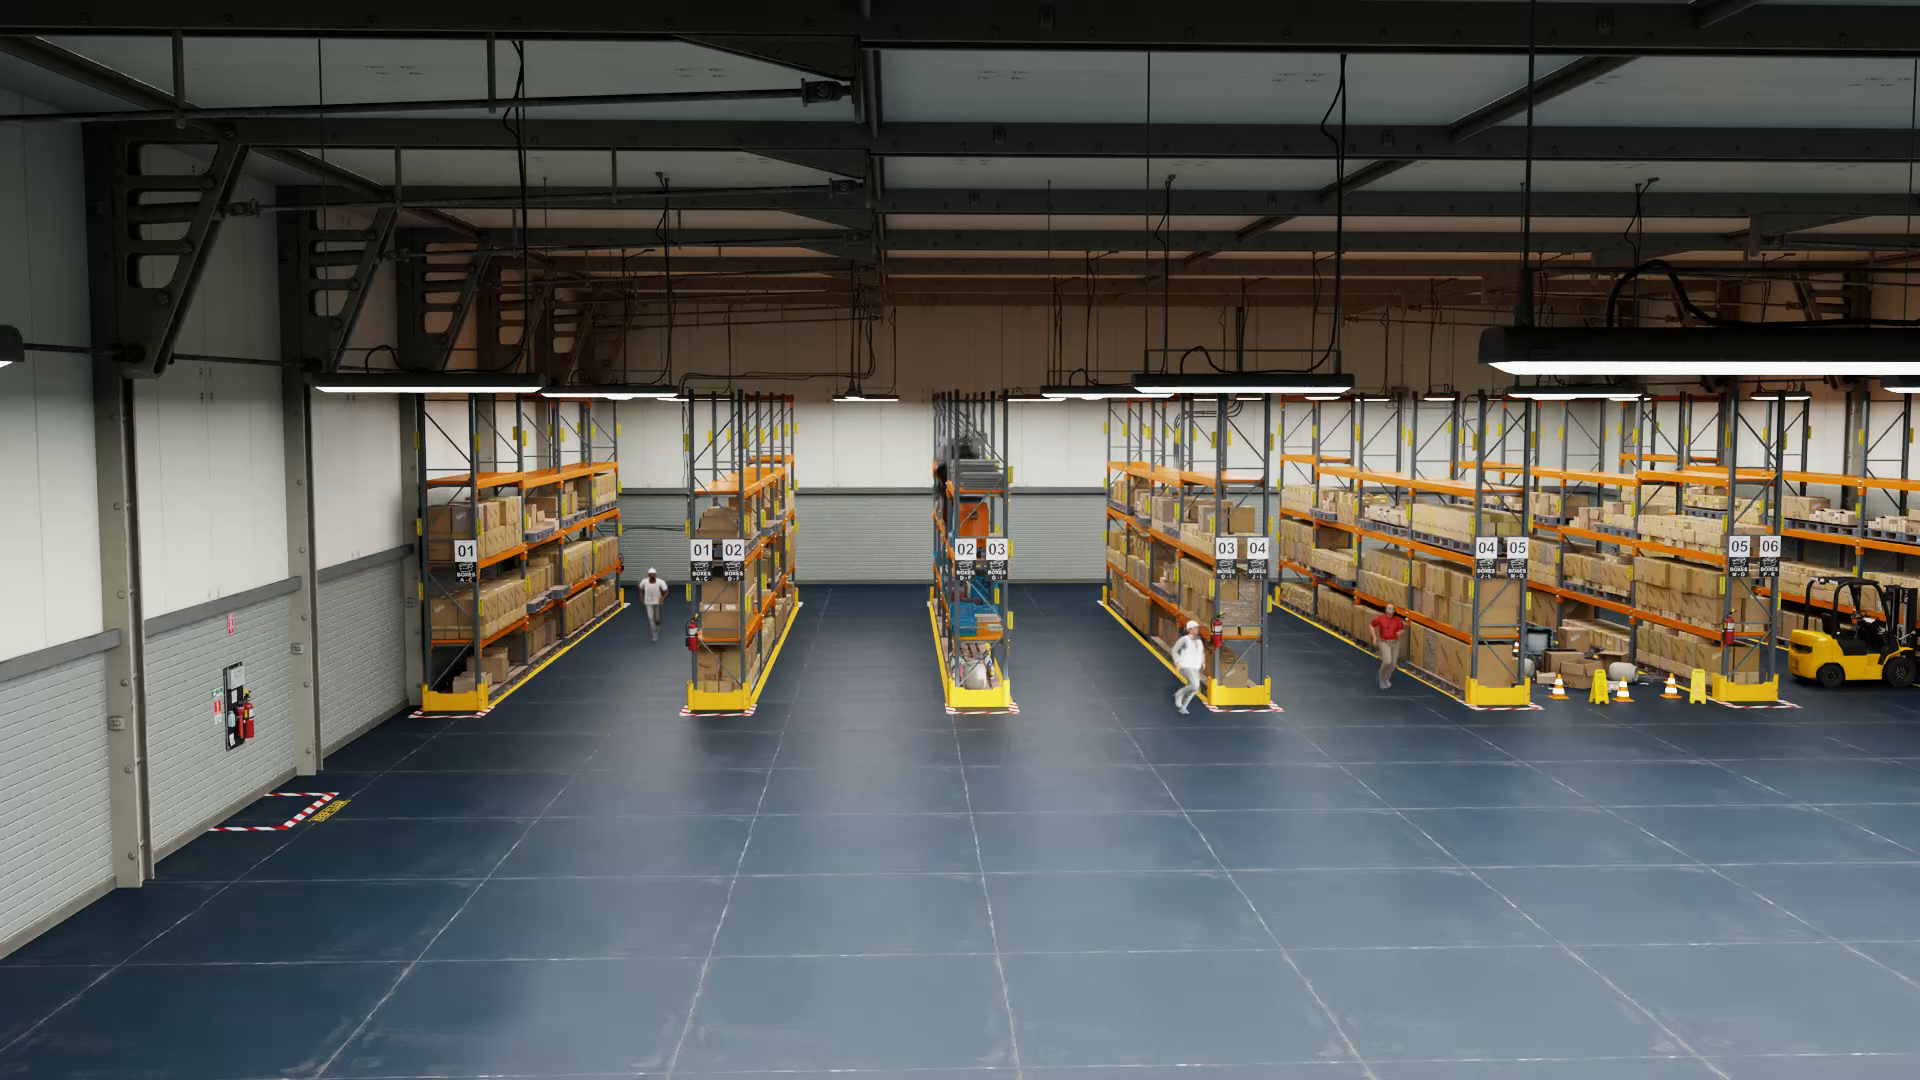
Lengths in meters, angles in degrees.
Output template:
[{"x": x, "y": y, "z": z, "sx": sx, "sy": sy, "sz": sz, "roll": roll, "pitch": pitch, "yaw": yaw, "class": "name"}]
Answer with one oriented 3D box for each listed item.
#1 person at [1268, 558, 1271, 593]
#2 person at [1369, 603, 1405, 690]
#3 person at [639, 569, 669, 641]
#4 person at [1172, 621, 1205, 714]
[{"x": 8.841, "y": 0.965, "z": 49.017, "sx": 0.625, "sy": 1.567, "sz": 0.720, "roll": 0, "pitch": 5, "yaw": 4, "class": "person"}, {"x": 8.629, "y": 2.150, "z": 33.431, "sx": 0.639, "sy": 1.752, "sz": 0.708, "roll": -1, "pitch": 5, "yaw": -9, "class": "person"}, {"x": -7.478, "y": 1.556, "z": 40.573, "sx": 0.726, "sy": 1.749, "sz": 0.895, "roll": 0, "pitch": 5, "yaw": -5, "class": "person"}, {"x": 4.327, "y": 2.358, "z": 30.862, "sx": 0.684, "sy": 1.700, "sz": 0.540, "roll": -4, "pitch": 6, "yaw": -38, "class": "person"}]
